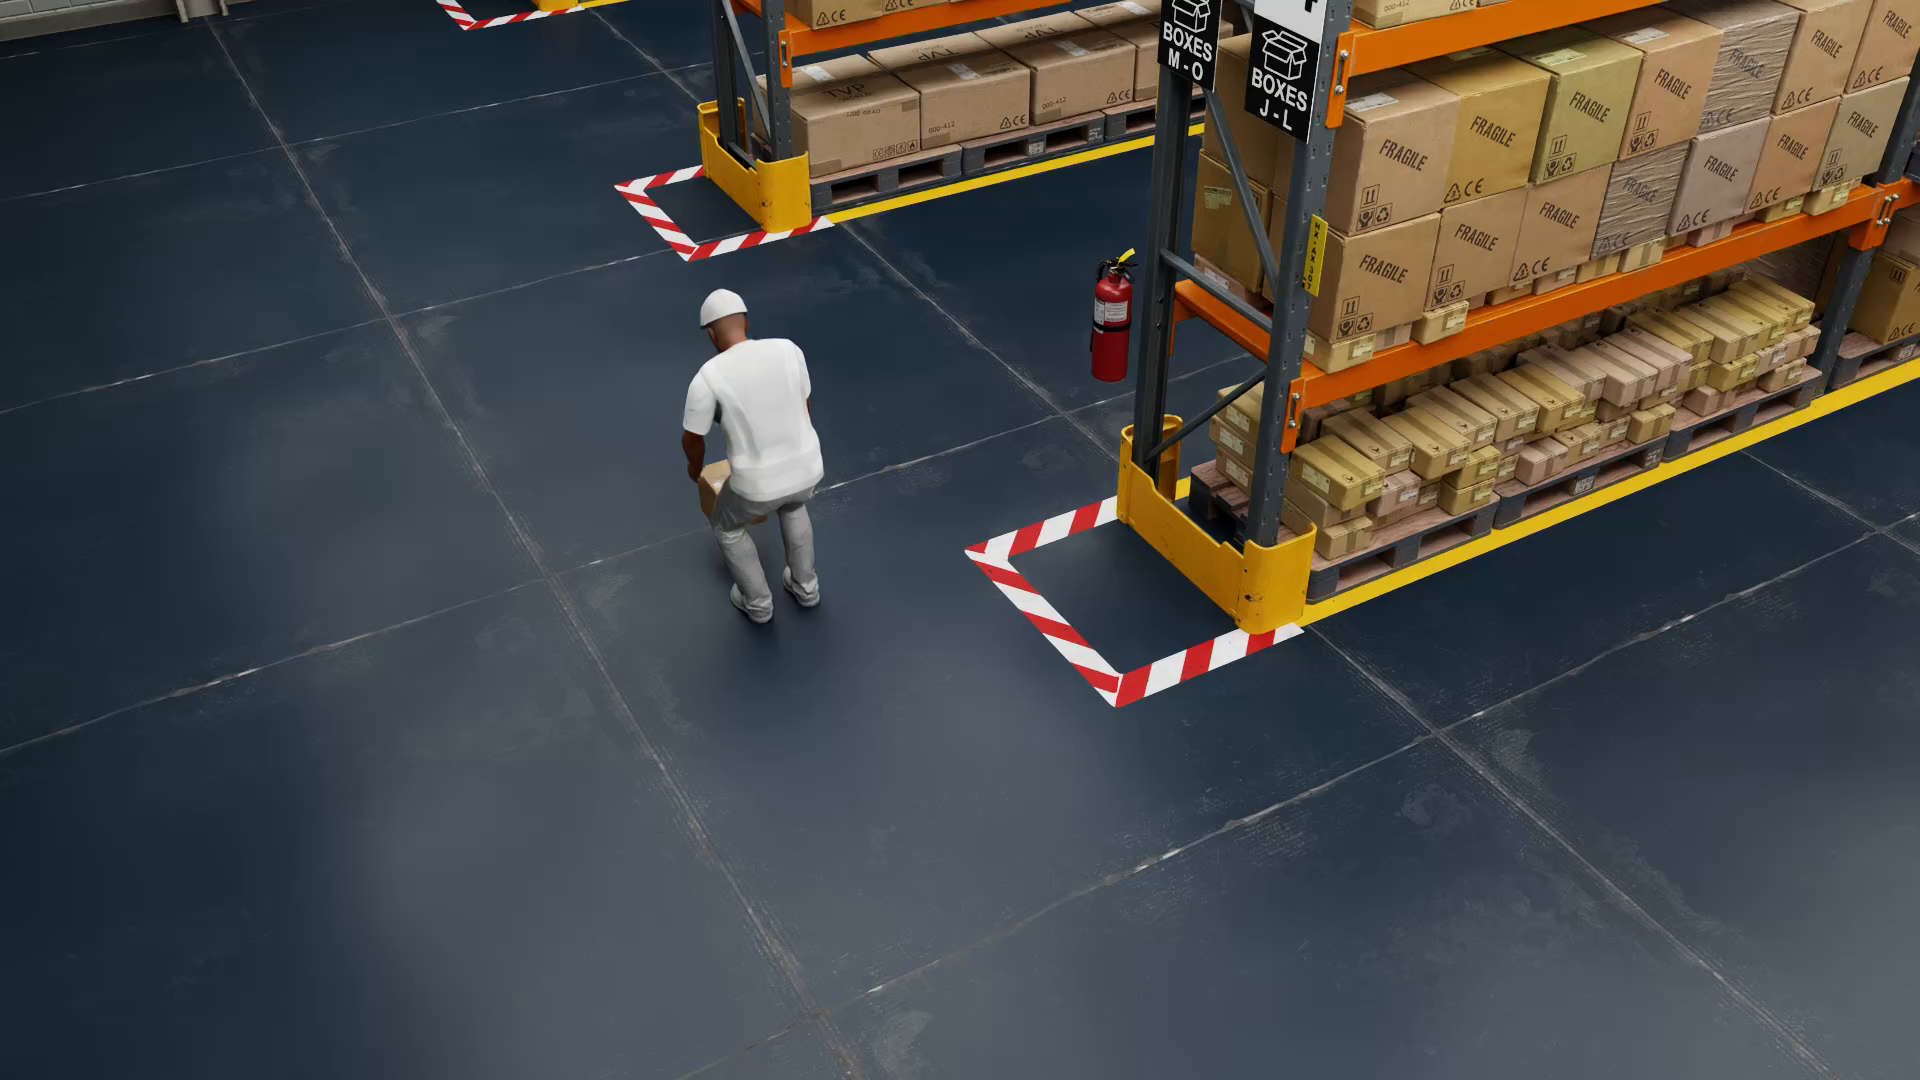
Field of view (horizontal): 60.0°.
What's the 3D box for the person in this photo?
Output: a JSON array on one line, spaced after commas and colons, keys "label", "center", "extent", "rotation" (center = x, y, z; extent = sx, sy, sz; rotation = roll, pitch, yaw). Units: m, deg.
[{"label": "person", "center": [-0.934, -0.351, 7.550], "extent": [0.622, 1.568, 0.644], "rotation": [-19, 40, -23]}]
